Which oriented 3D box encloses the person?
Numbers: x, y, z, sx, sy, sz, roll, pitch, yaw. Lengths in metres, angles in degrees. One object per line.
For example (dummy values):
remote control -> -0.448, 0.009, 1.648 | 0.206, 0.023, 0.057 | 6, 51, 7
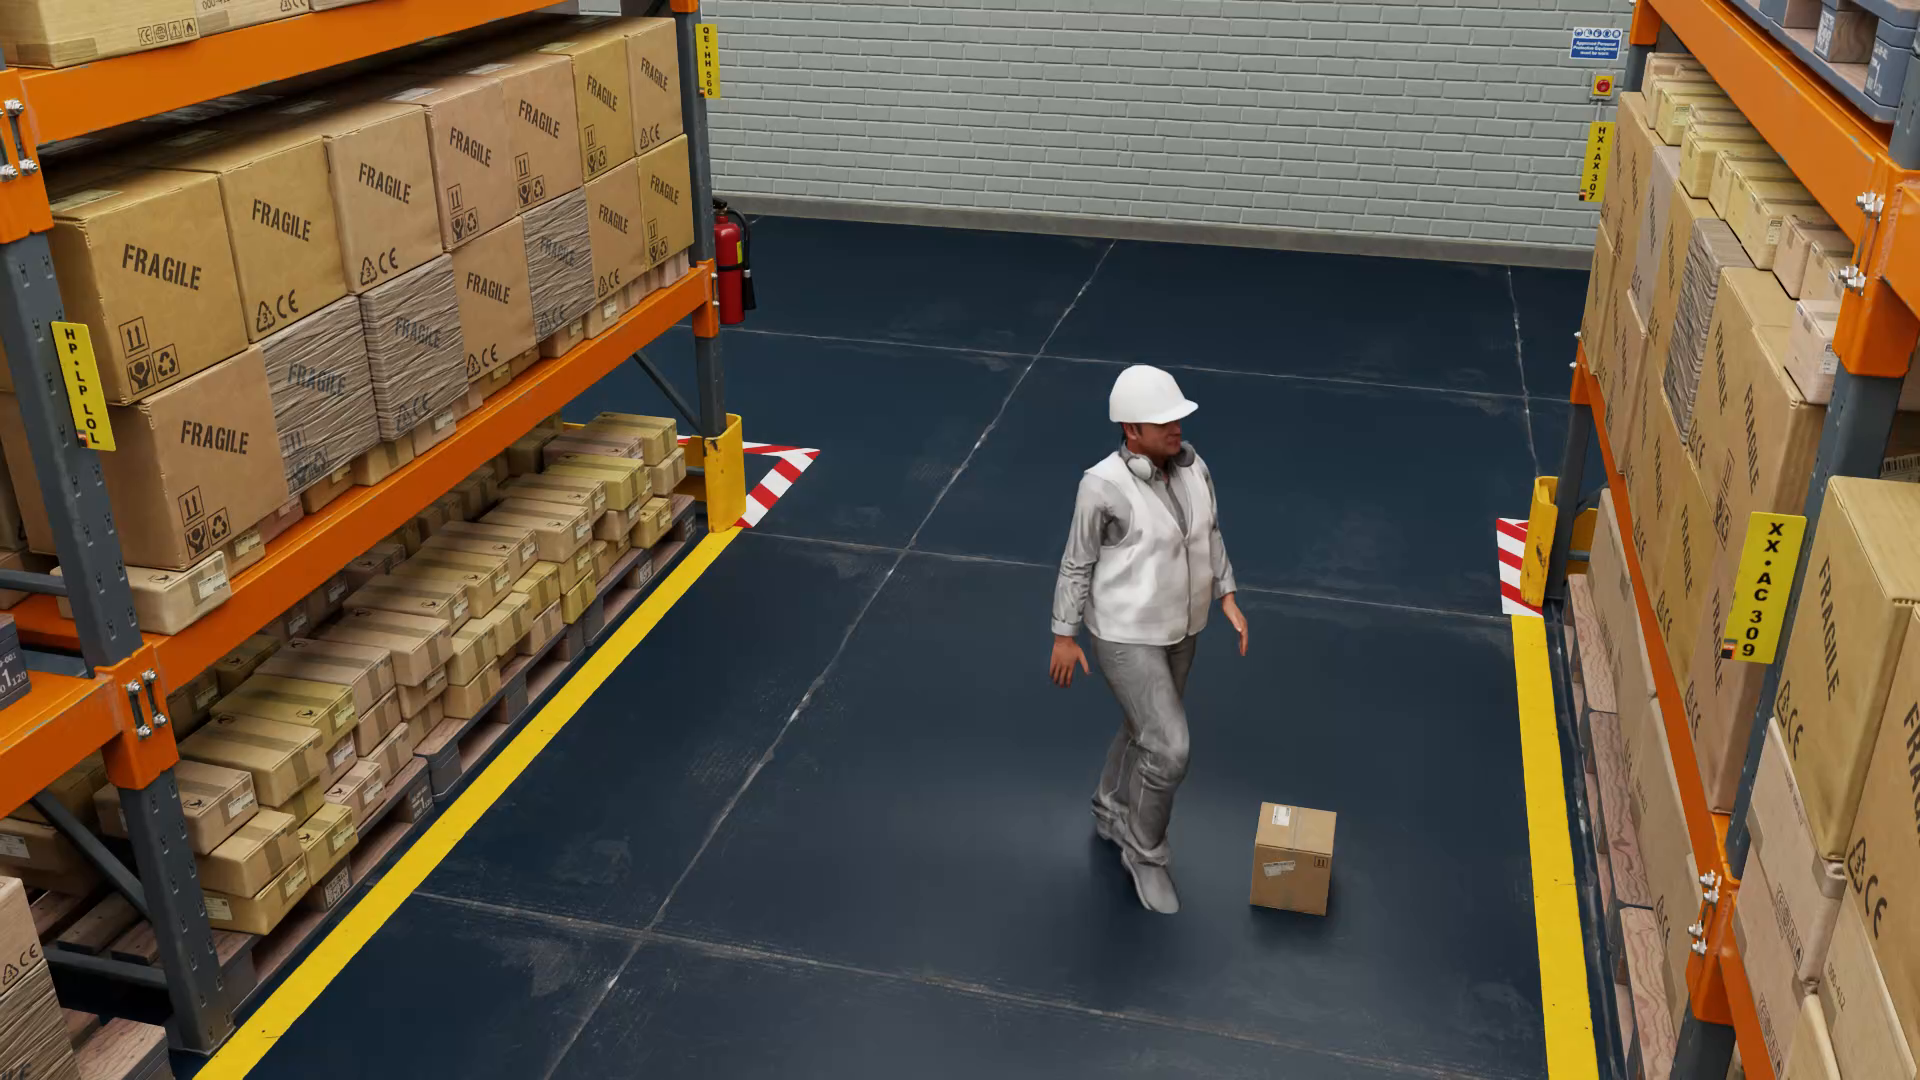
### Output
person -> 0.662, 0.321, 5.434 | 0.631, 1.817, 0.524 | -22, 33, -39
